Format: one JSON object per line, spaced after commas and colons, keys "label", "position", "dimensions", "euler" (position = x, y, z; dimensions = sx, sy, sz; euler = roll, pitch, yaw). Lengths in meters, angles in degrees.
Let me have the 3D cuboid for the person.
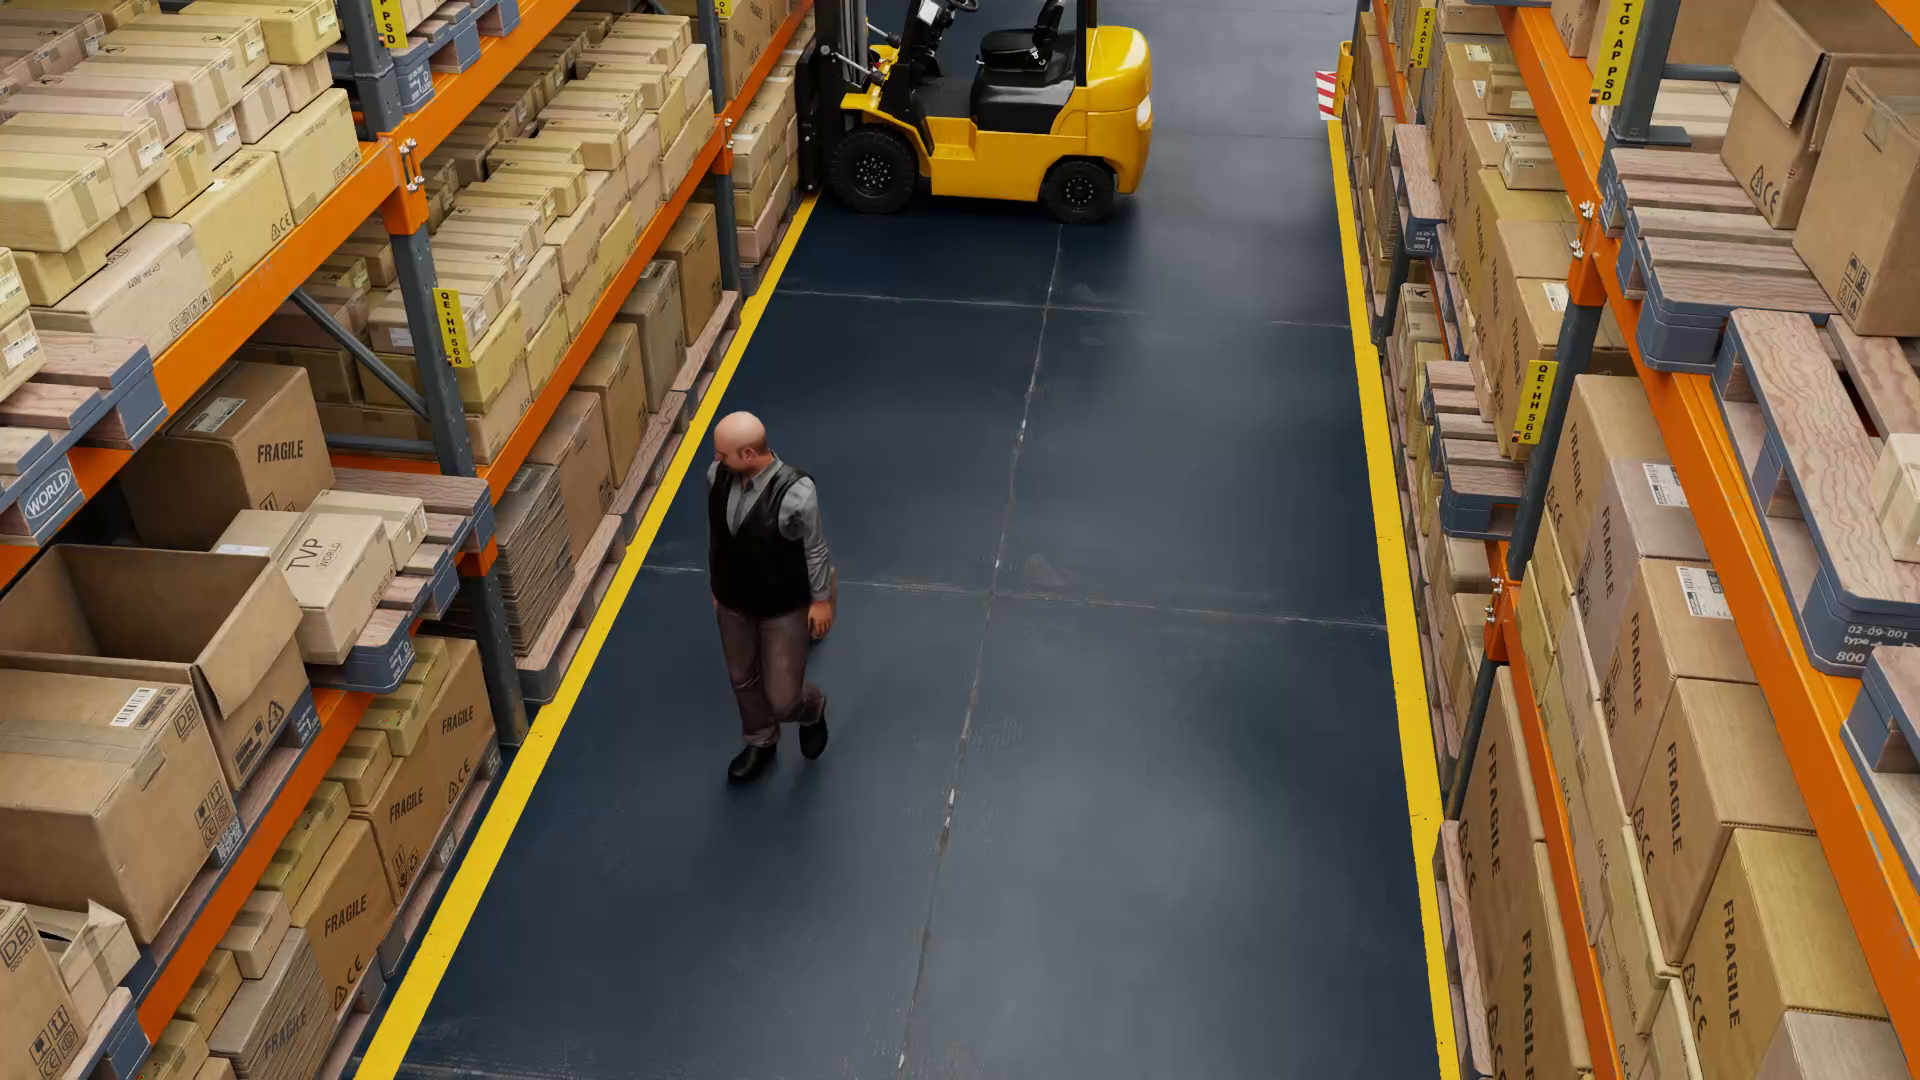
{"label": "person", "position": [-0.803, 0.244, 6.693], "dimensions": [0.559, 1.715, 0.472], "euler": [18, 40, 23]}
